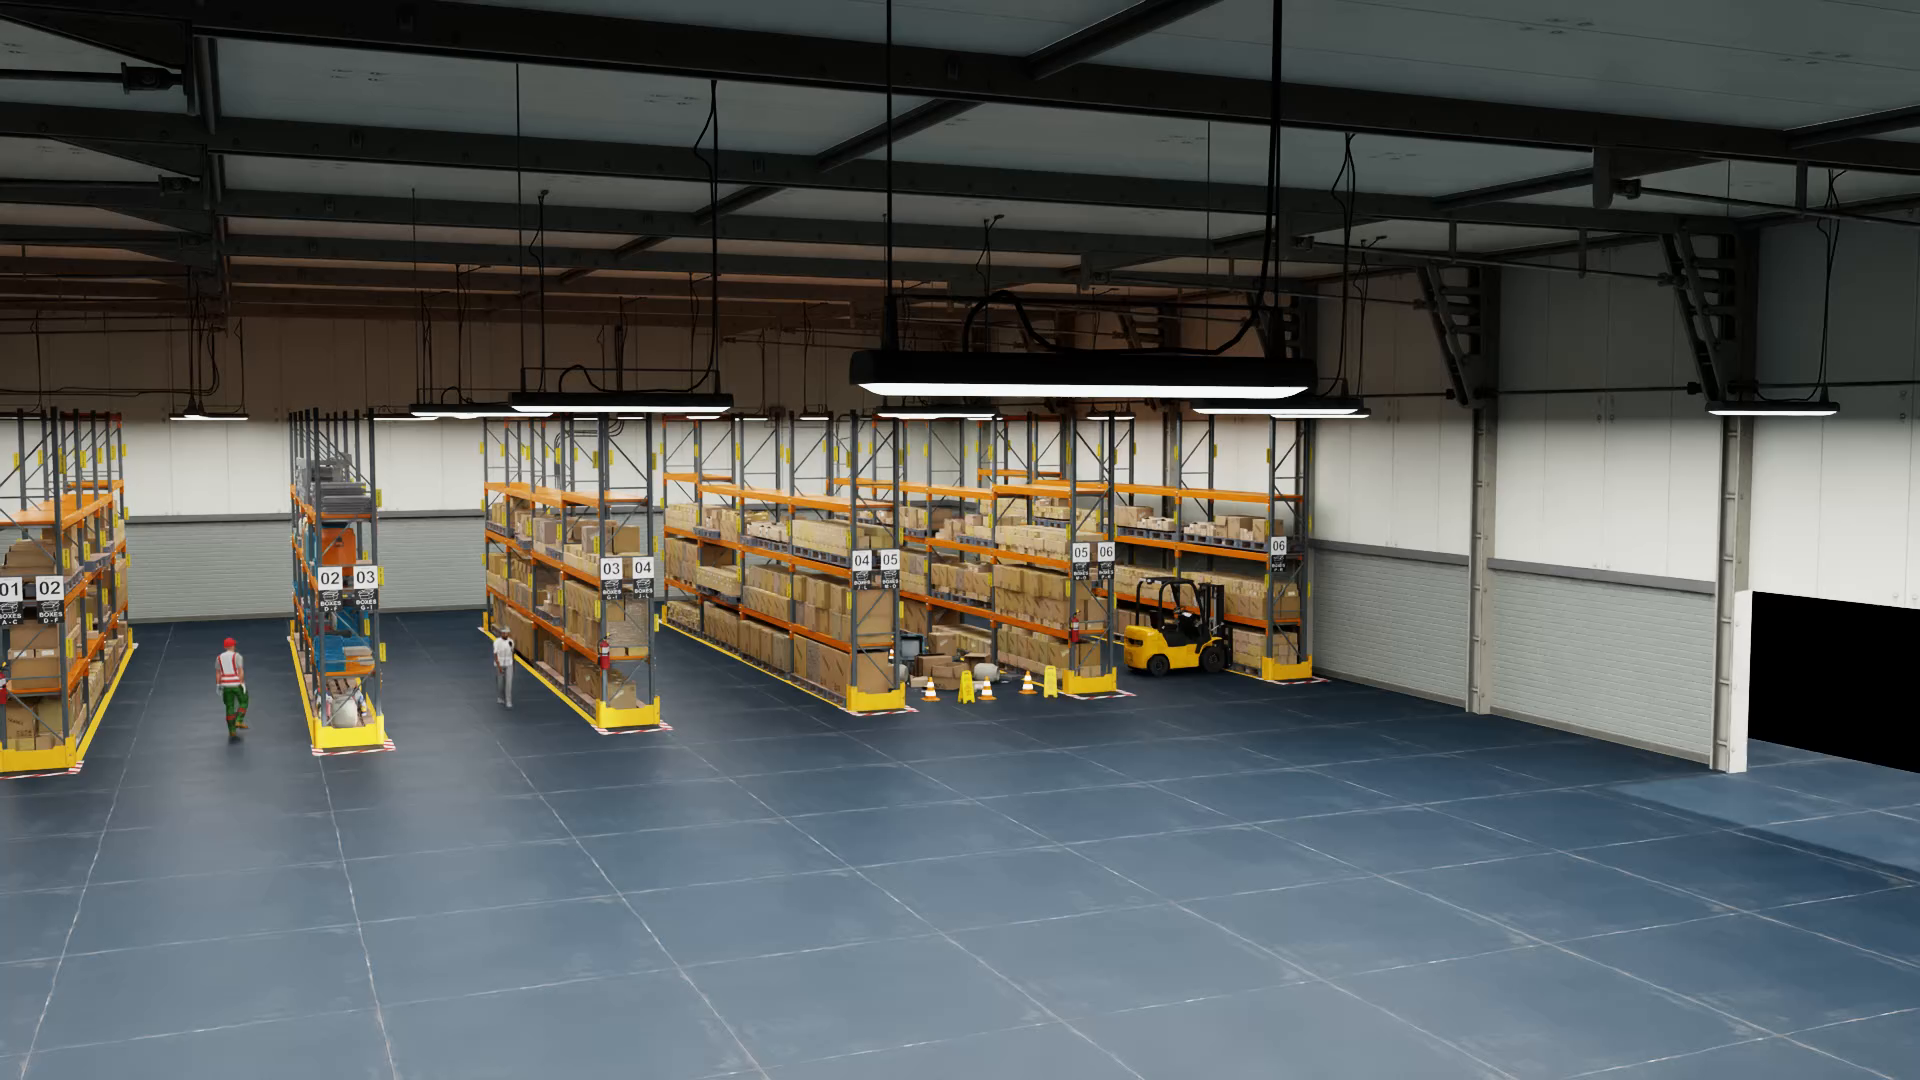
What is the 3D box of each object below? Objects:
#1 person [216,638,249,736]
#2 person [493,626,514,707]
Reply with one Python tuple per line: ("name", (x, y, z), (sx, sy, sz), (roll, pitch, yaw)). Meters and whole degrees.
("person", (-13.379, 2.688, 30.553), (0.578, 1.780, 0.539), (-1, 4, -12))
("person", (-9.212, 2.545, 33.661), (0.439, 1.610, 0.960), (-2, 4, -24))
